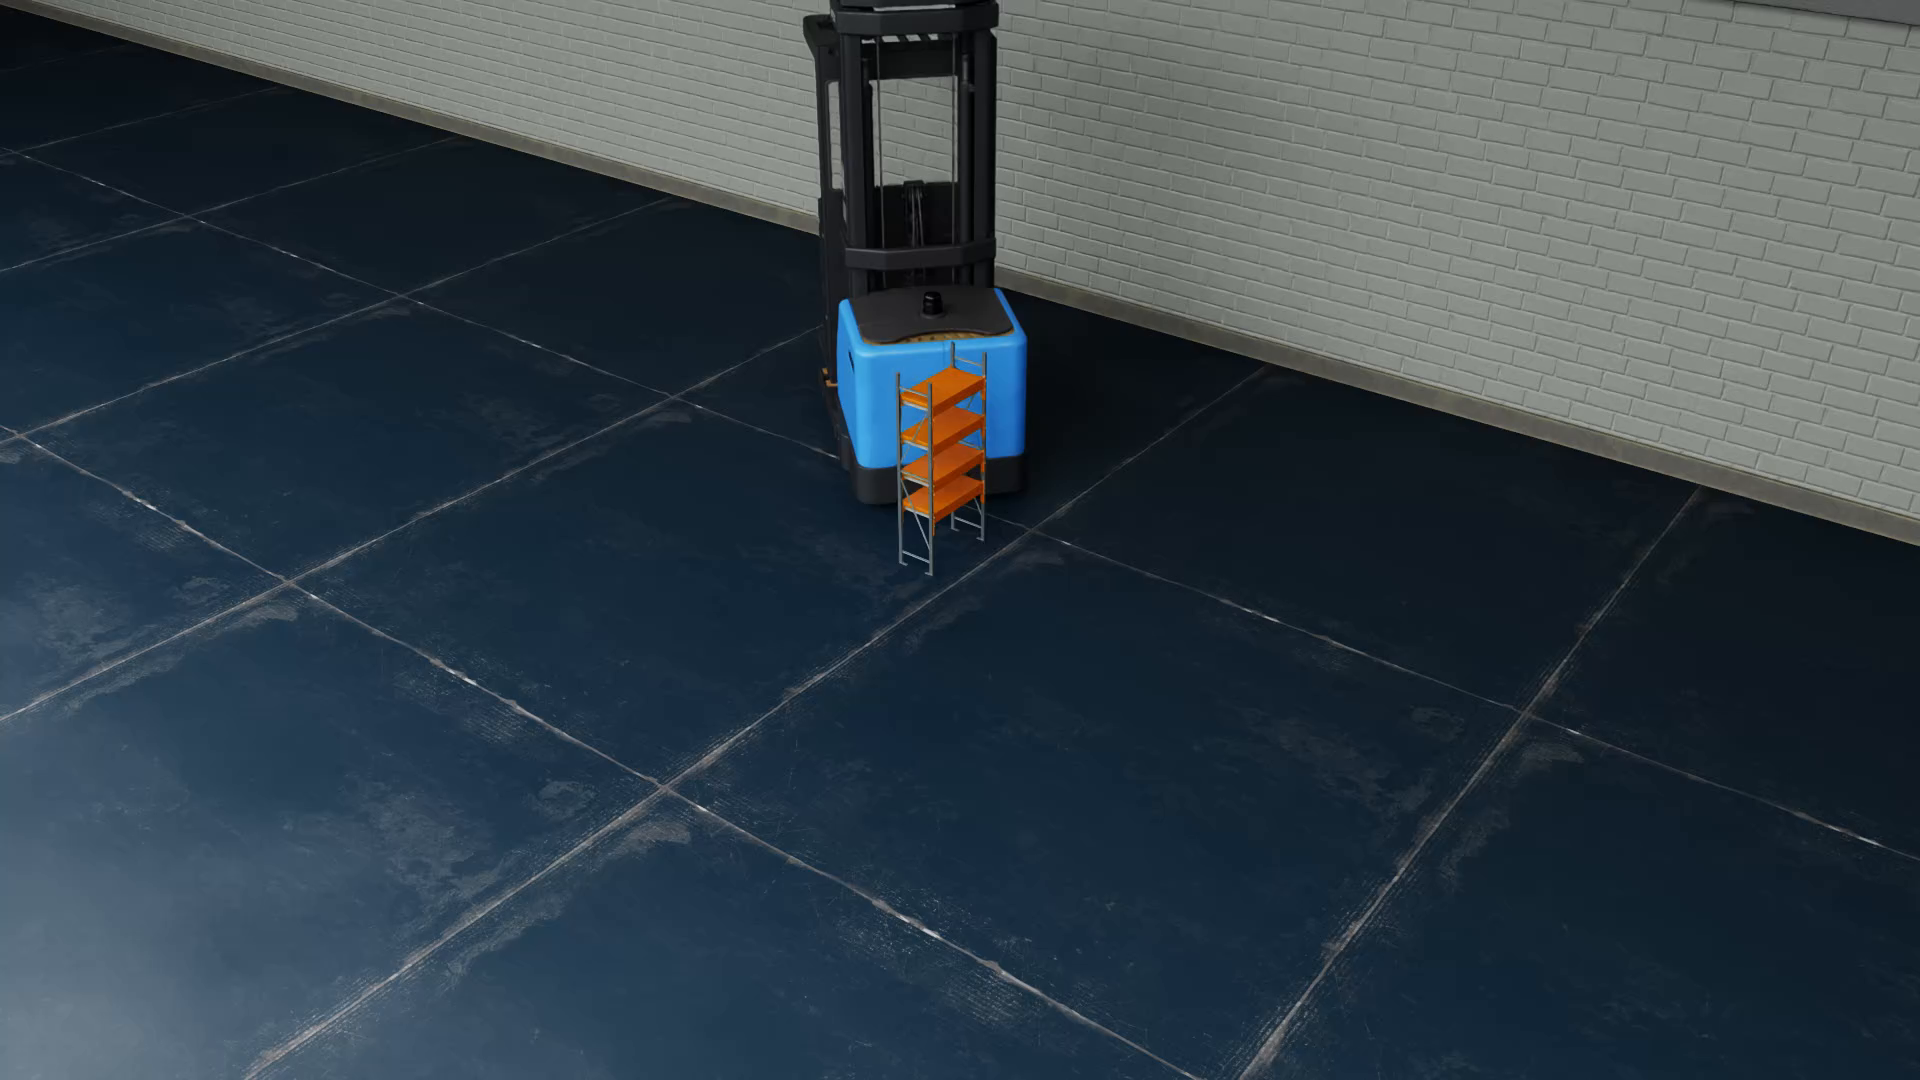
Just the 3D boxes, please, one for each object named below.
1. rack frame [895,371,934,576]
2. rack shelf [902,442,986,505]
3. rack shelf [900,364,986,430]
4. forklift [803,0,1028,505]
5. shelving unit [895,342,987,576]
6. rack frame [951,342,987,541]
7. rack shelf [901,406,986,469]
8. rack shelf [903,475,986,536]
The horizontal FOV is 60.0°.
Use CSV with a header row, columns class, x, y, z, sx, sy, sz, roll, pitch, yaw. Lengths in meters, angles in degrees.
class,x,y,z,sx,sy,sz,roll,pitch,yaw
rack frame,-0.247,-0.350,9.163,0.240,1.200,0.015,21,37,31
rack shelf,-0.100,-0.391,9.365,0.258,0.148,0.480,21,37,31
rack shelf,-0.100,-0.787,9.130,0.258,0.148,0.480,21,37,31
forklift,-0.368,-2.210,10.604,1.130,2.935,3.031,-5,31,-9
shelving unit,-0.100,-0.449,9.331,0.258,1.200,0.503,21,37,31
rack frame,0.047,-0.548,9.498,0.240,1.200,0.015,21,37,31
rack shelf,-0.100,-0.583,9.251,0.258,0.148,0.480,21,37,31
rack shelf,-0.100,-0.220,9.466,0.258,0.148,0.480,21,37,31
